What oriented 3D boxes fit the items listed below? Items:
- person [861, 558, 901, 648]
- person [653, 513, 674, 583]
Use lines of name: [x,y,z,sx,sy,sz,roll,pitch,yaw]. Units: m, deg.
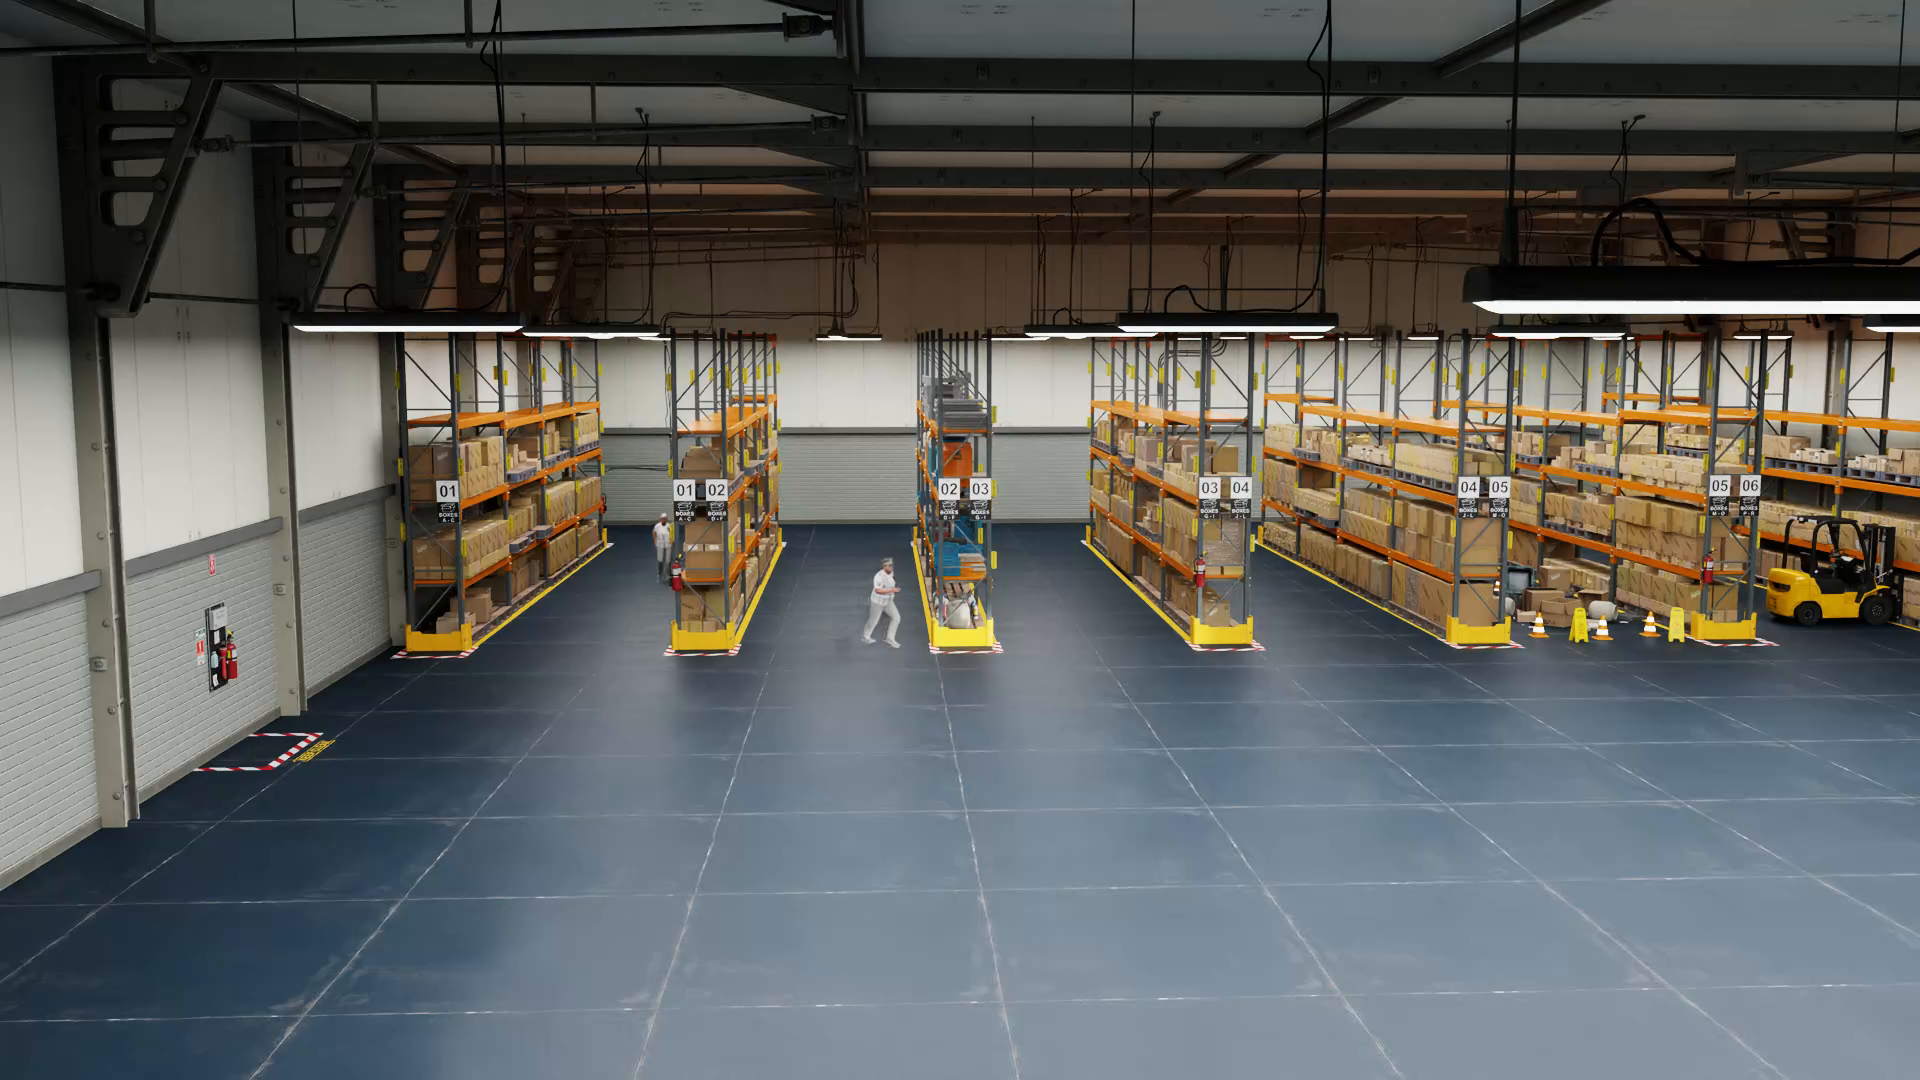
person: [-1.469,1.174,31.324,0.994,1.732,0.599,6,9,44]
person: [-7.088,0.201,39.999,0.610,1.702,0.716,-1,7,-6]
